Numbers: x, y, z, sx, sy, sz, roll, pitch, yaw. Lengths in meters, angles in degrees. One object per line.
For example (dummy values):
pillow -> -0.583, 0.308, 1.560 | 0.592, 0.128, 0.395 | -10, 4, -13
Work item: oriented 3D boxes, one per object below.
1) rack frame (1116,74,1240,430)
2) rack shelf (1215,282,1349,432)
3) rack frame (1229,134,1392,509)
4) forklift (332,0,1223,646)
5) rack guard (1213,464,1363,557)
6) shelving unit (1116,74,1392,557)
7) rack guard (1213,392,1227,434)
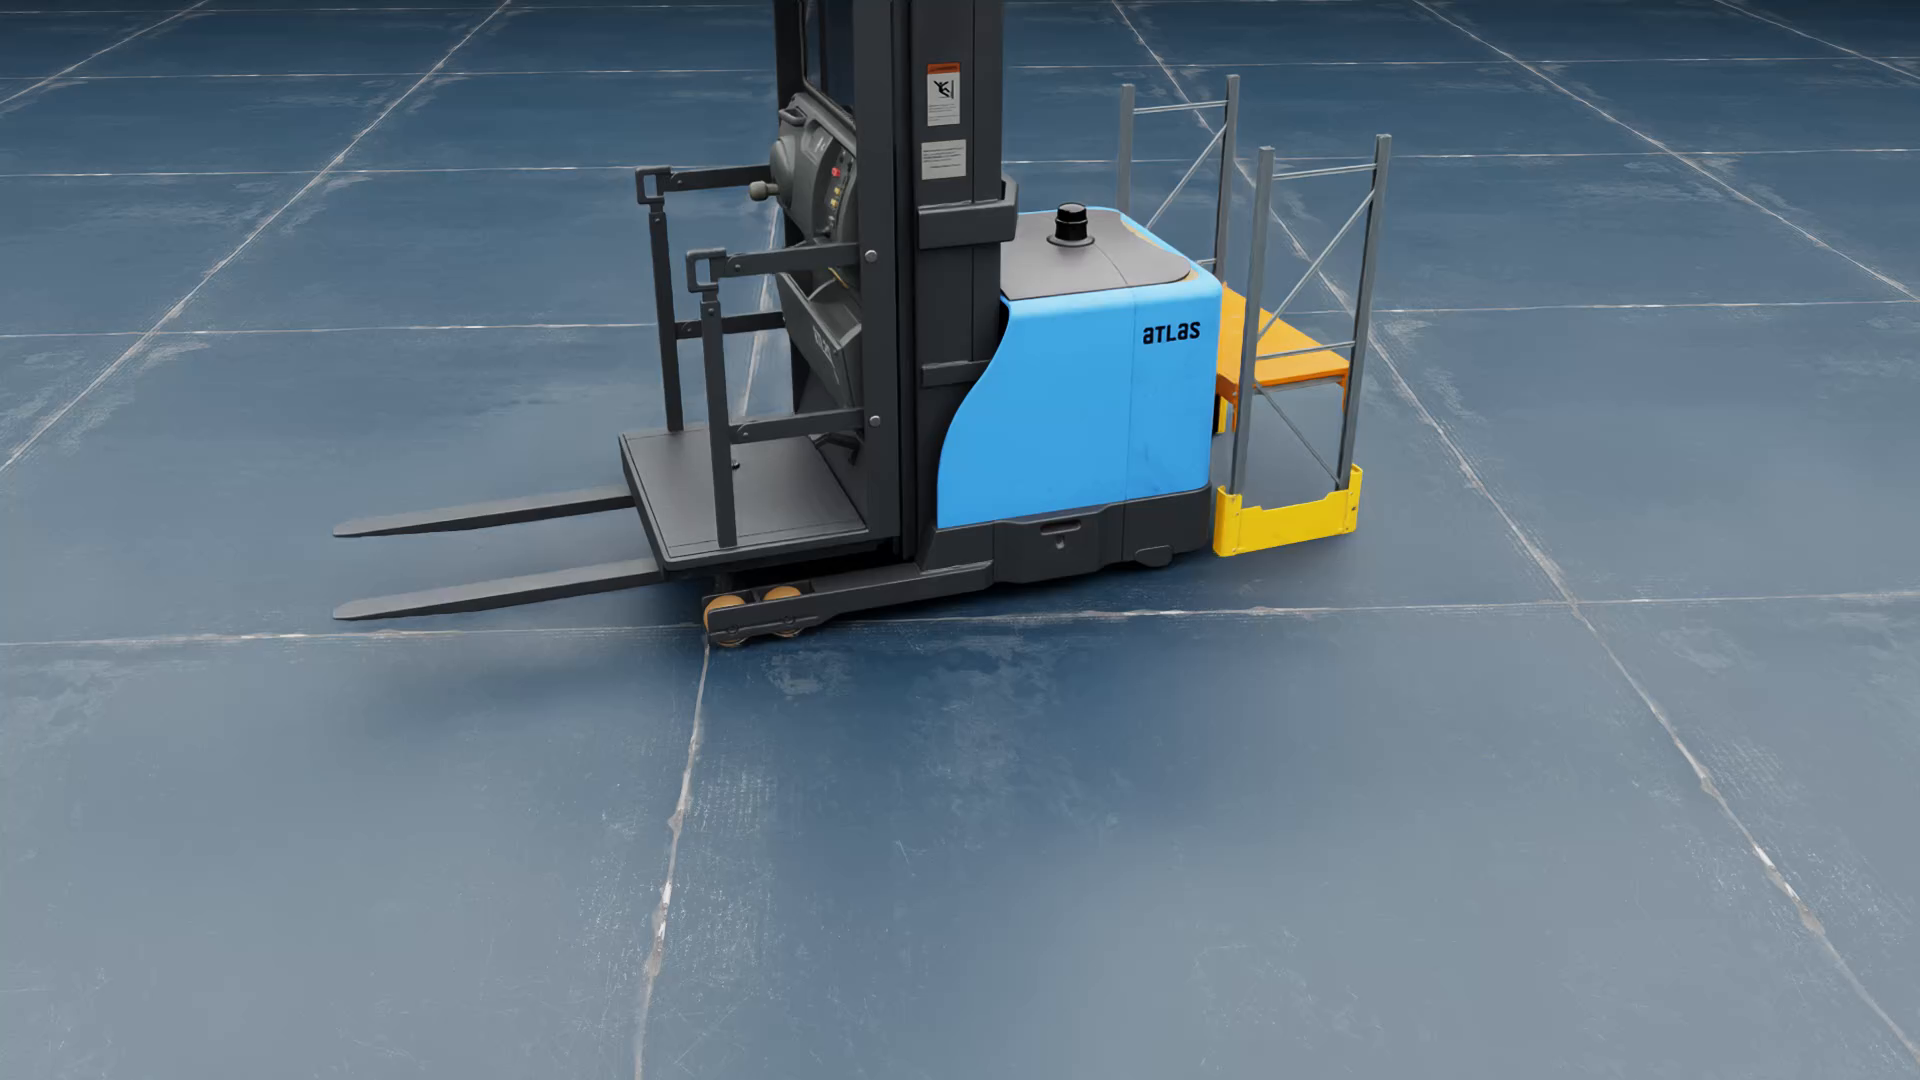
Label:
rack frame -> 0.850, -1.105, 6.745 | 0.500, 1.500, 0.032 | -10, 29, -19
rack shelf -> 1.036, -0.727, 6.409 | 0.538, 0.185, 1.000 | -10, 29, -19
rack frame -> 1.223, -0.668, 5.907 | 0.500, 1.500, 0.032 | -10, 29, -19
forklift -> -0.665, -1.219, 5.418 | 3.031, 2.935, 1.130 | -9, 29, -16
rack guard -> 1.221, -0.114, 6.196 | 0.587, 0.250, 0.087 | -10, 29, -19
shelving unit -> 1.040, -0.882, 6.319 | 0.587, 1.500, 1.083 | -10, 29, -19
rack guard -> 0.856, -0.542, 7.018 | 0.587, 0.250, 0.087 | -10, 29, -19
